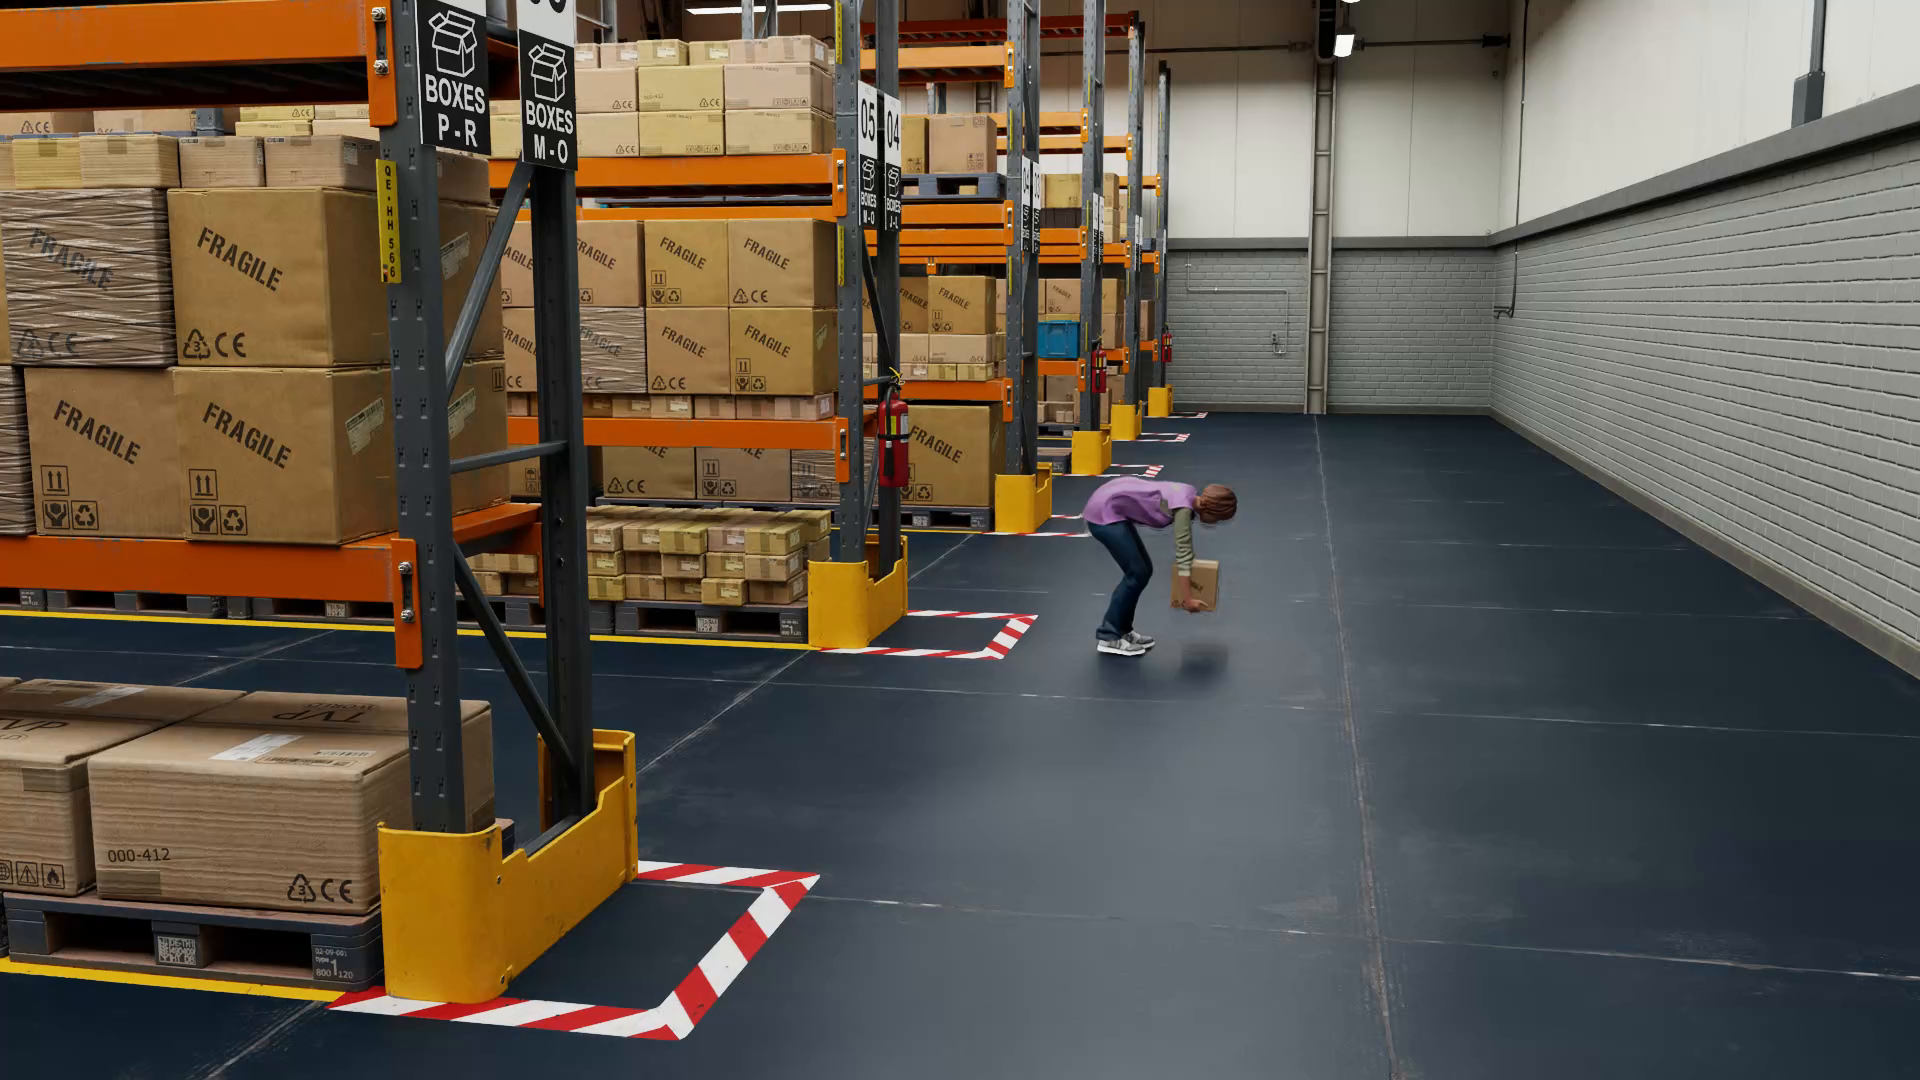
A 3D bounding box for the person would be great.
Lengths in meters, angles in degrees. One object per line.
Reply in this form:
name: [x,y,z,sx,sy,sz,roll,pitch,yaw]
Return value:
person: [1.127,0.147,9.440,0.871,1.001,0.390,1,8,9]
